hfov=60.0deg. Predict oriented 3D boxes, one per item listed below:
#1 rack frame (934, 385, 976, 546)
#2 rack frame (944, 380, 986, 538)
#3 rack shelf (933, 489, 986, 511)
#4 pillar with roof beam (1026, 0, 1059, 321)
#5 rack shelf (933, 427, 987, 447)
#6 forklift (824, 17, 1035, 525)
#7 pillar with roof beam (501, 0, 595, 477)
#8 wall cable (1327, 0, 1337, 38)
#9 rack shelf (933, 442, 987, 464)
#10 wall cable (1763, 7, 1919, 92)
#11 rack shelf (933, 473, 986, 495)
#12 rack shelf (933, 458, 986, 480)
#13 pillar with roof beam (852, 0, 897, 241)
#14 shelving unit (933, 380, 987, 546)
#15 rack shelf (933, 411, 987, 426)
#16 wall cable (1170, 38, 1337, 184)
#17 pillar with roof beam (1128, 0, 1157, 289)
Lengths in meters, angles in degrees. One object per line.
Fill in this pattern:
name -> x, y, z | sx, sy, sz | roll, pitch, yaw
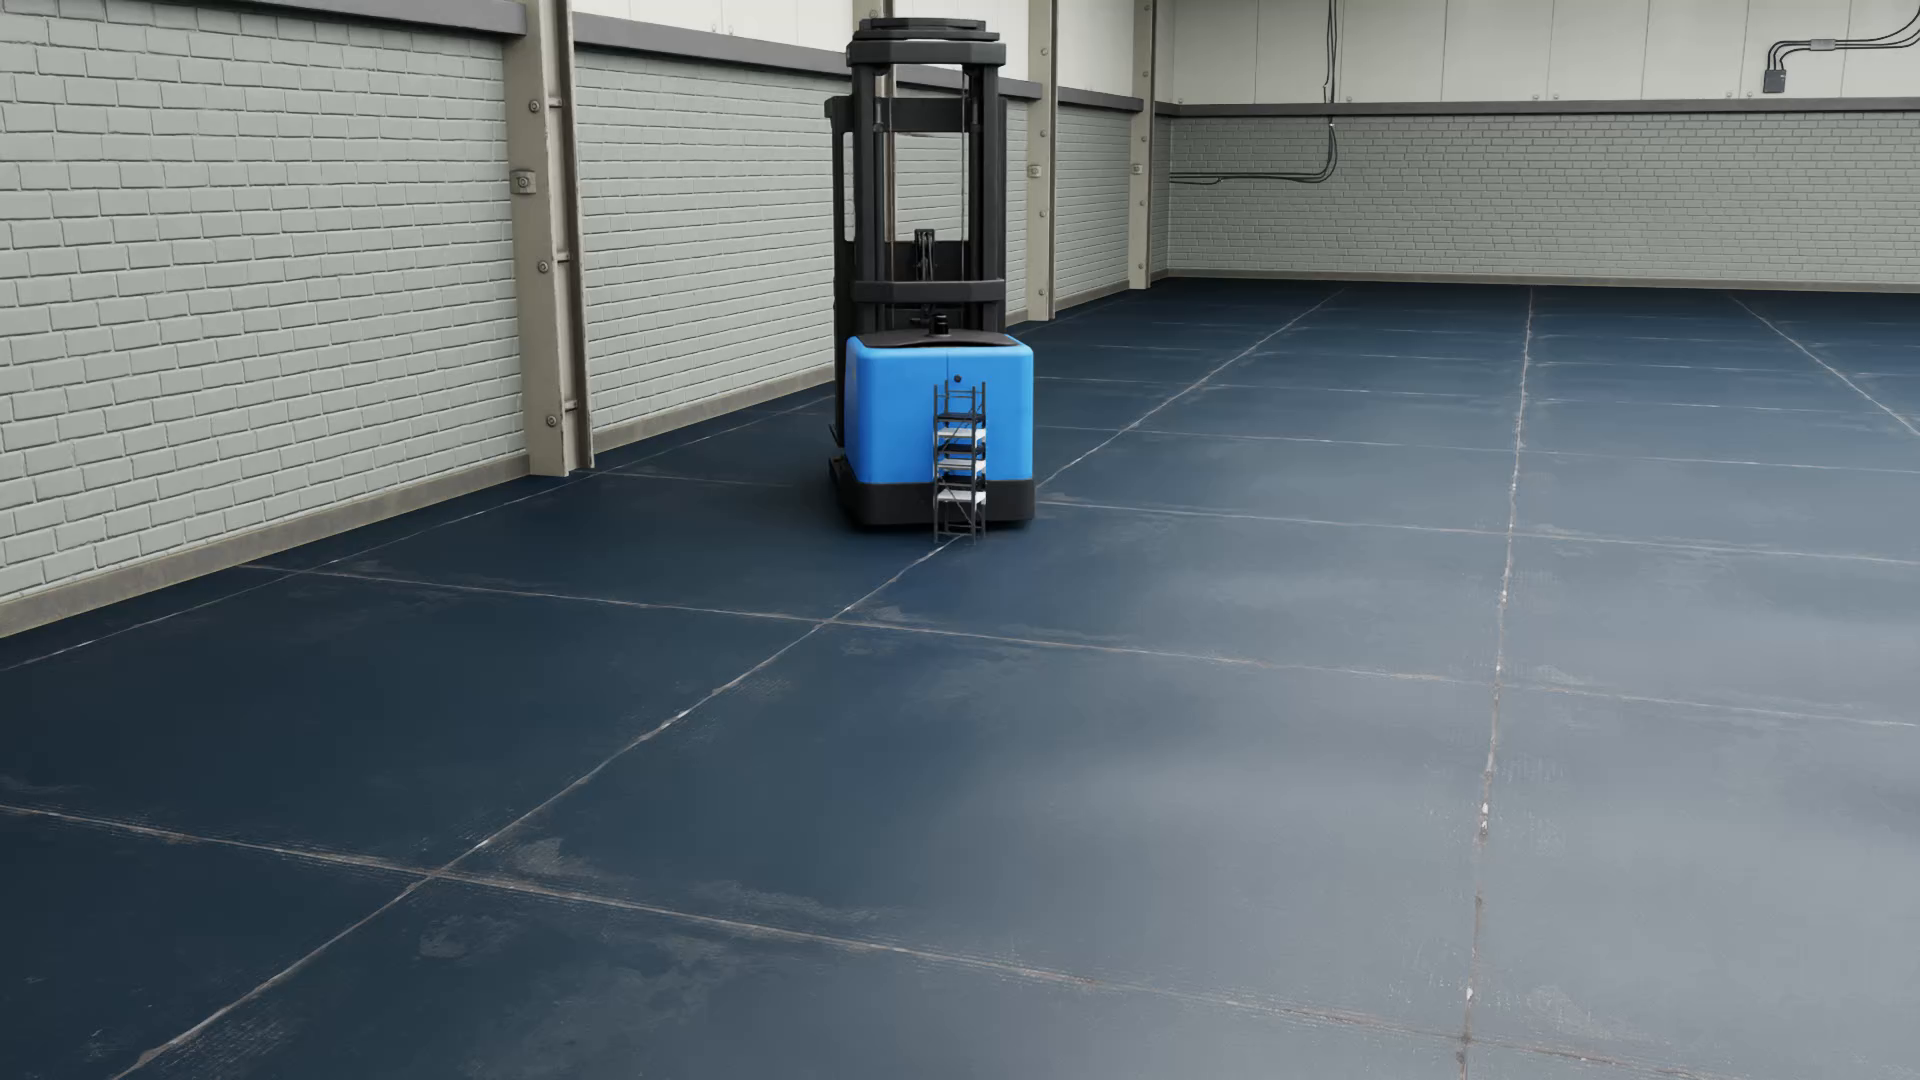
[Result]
rack frame -> -0.030, -0.414, 9.277 | 0.240, 0.900, 0.006 | 4, 13, 16
rack frame -> 0.027, -0.457, 9.467 | 0.240, 0.900, 0.006 | 4, 13, 16
rack shelf -> -0.002, -0.227, 9.420 | 0.258, 0.077, 0.200 | 4, 13, 16
pillar with roof beam -> 5.166, -7.090, 20.330 | 9.100, 9.000, 0.400 | 4, 14, 18
rack shelf -> -0.001, -0.578, 9.340 | 0.258, 0.077, 0.200 | 4, 13, 16
forklift -> -0.288, -1.792, 10.751 | 1.130, 2.935, 3.031 | -2, 13, -8
pillar with roof beam -> 1.284, -4.564, 9.260 | 9.100, 9.000, 0.400 | 4, 14, 18
wall cable -> 7.799, -9.942, 28.454 | 3.097, 2.526, 0.112 | 4, 14, 18
rack shelf -> -0.001, -0.491, 9.360 | 0.258, 0.077, 0.200 | 4, 13, 16
wall cable -> 14.216, -10.160, 26.136 | 2.305, 6.003, 0.169 | 4, 14, 18
rack shelf -> -0.002, -0.315, 9.400 | 0.258, 0.077, 0.200 | 4, 13, 16
rack shelf -> -0.001, -0.403, 9.380 | 0.258, 0.077, 0.200 | 4, 13, 16
pillar with roof beam -> 3.225, -5.827, 14.795 | 9.100, 9.000, 0.400 | 4, 14, 18
shelving unit -> -0.001, -0.435, 9.372 | 0.258, 0.900, 0.210 | 4, 13, 16
rack shelf -> -0.001, -0.666, 9.319 | 0.258, 0.077, 0.200 | 4, 13, 16
wall cable -> 5.239, -7.675, 29.869 | 3.097, 2.526, 0.112 | 4, 14, 18
pillar with roof beam -> 7.108, -8.354, 25.865 | 9.100, 9.000, 0.400 | 4, 14, 18
